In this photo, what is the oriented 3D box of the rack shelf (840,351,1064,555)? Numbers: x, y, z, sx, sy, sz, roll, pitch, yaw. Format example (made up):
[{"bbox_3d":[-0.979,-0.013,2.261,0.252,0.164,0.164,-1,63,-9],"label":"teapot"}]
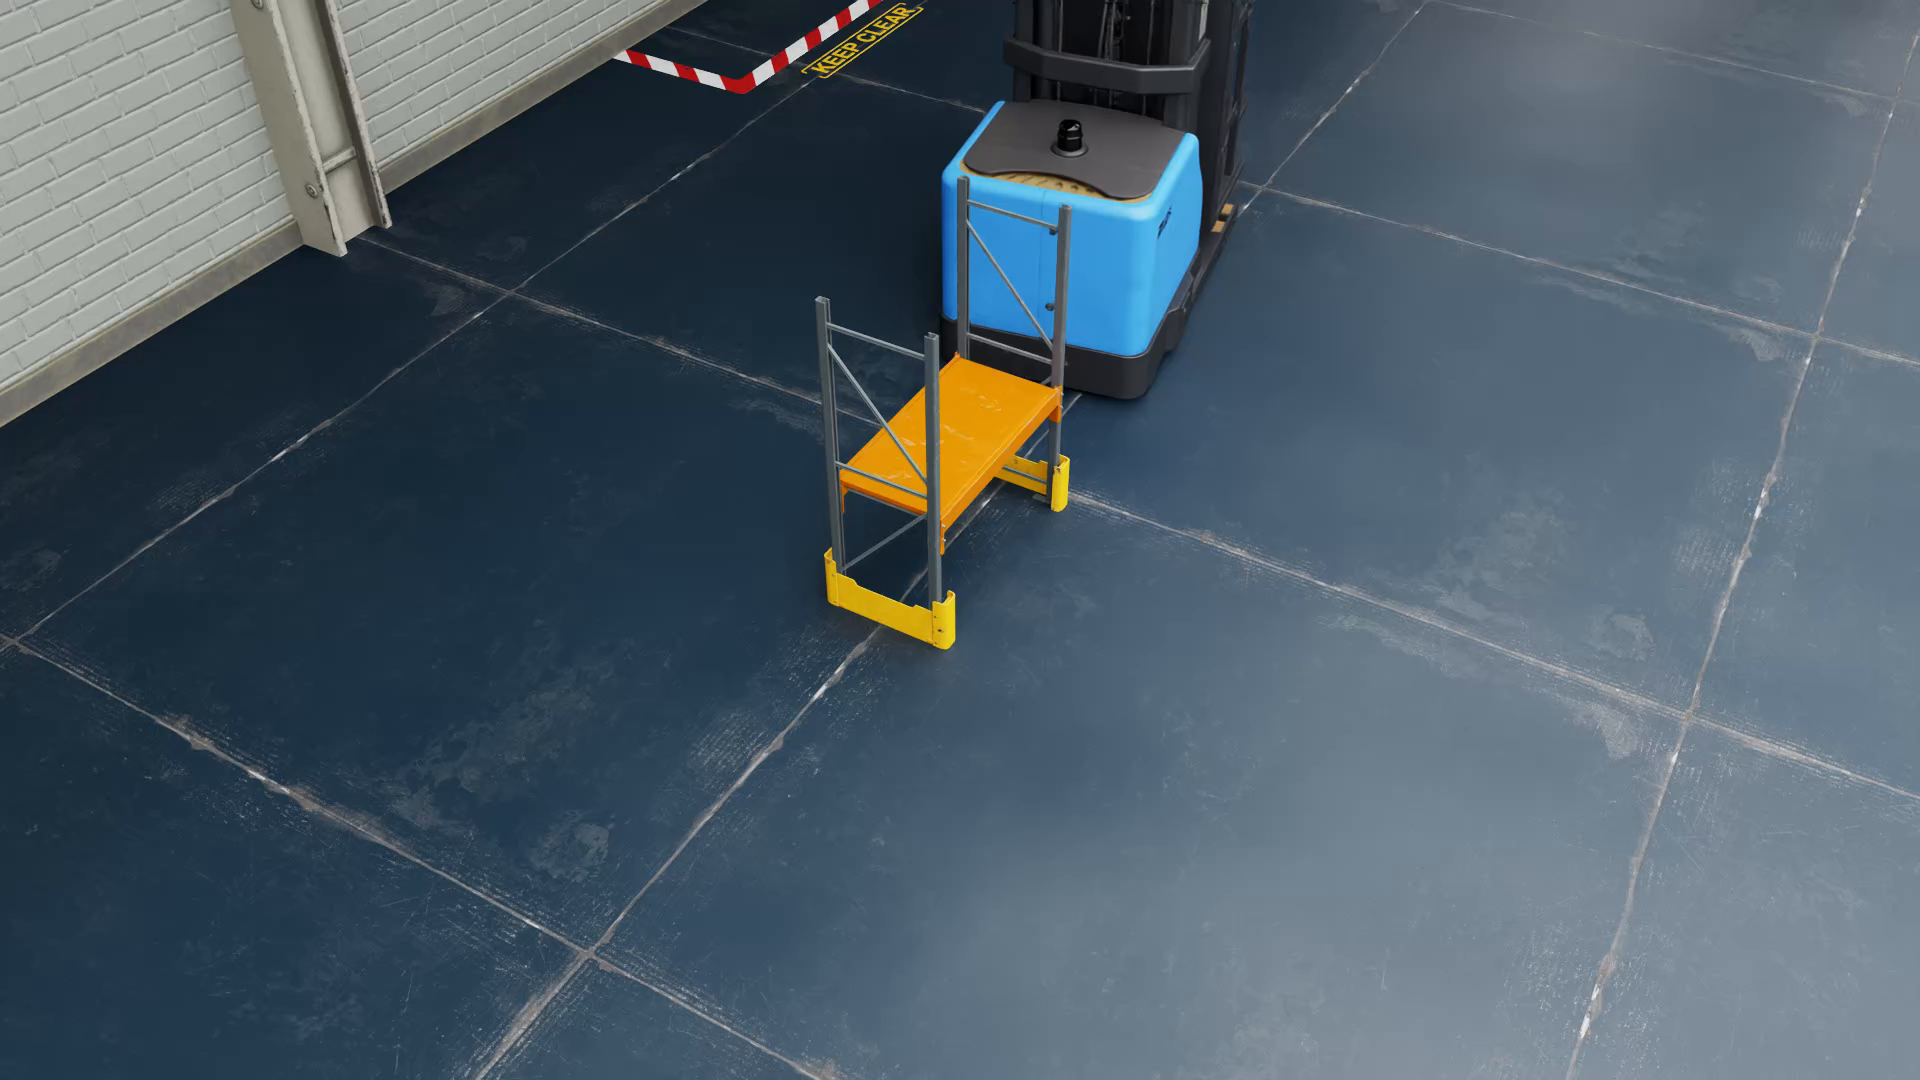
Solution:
[{"bbox_3d":[-0.043,-0.379,6.818,0.538,0.185,1.000,21,45,22],"label":"rack shelf"}]

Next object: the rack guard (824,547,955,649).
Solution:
[{"bbox_3d":[-0.287,0.235,6.794,0.587,0.250,0.087,21,45,22],"label":"rack guard"}]

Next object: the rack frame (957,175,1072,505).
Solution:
[{"bbox_3d":[0.212,-0.805,7.029,0.500,1.500,0.032,21,45,22],"label":"rack frame"}]

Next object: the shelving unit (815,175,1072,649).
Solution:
[{"bbox_3d":[-0.038,-0.519,6.705,0.587,1.500,1.083,21,45,22],"label":"shelving unit"}]

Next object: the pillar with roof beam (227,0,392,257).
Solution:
[{"bbox_3d":[0.345,-3.646,4.582,9.100,9.000,0.400,21,45,22],"label":"pillar with roof beam"}]

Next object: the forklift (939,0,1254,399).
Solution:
[{"bbox_3d":[0.891,-2.753,8.159,1.130,2.935,3.031,14,43,15],"label":"forklift"}]

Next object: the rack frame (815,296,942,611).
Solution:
[{"bbox_3d":[-0.297,-0.223,6.369,0.500,1.500,0.032,21,45,22],"label":"rack frame"}]

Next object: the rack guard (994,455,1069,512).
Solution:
[{"bbox_3d":[0.211,-0.335,7.441,0.587,0.250,0.087,21,45,22],"label":"rack guard"}]
